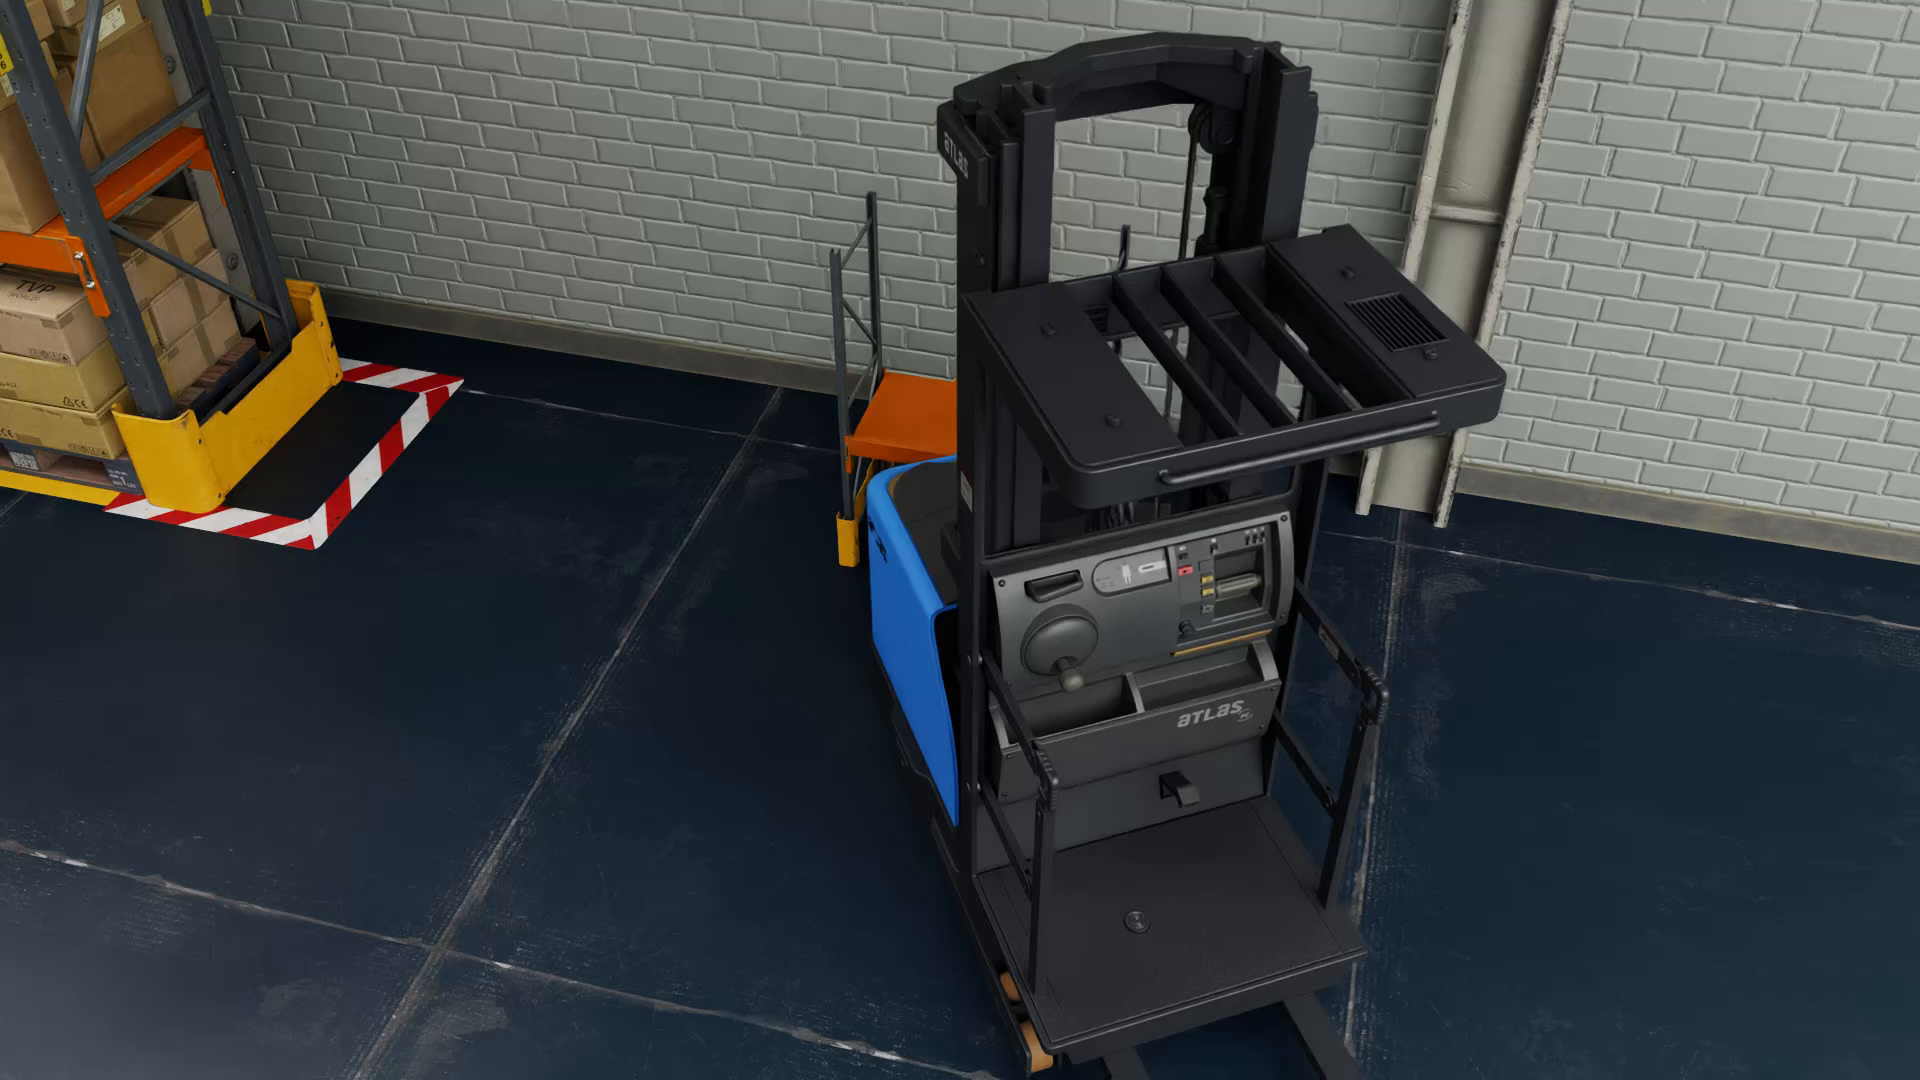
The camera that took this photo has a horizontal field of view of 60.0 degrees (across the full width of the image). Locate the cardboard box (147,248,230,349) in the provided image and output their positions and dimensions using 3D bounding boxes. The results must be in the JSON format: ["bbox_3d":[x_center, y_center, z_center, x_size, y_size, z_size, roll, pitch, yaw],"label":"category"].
[{"bbox_3d":[-3.771,-1.158,7.719,0.500,0.250,0.500,10,41,12],"label":"cardboard box"}]

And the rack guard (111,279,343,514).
[{"bbox_3d":[-3.348,-0.690,7.683,0.348,0.500,1.175,10,41,11],"label":"rack guard"}]

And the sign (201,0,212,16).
[{"bbox_3d":[-3.222,-2.357,6.989,0.005,0.325,0.100,10,41,11],"label":"sign"}]

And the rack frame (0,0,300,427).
[{"bbox_3d":[-3.371,-1.651,6.884,0.127,3.000,1.000,10,41,11],"label":"rack frame"}]

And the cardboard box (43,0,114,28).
[{"bbox_3d":[-3.640,-2.240,6.772,0.250,0.149,0.380,9,41,11],"label":"cardboard box"}]

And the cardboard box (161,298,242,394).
[{"bbox_3d":[-3.795,-0.962,7.875,0.500,0.250,0.500,10,41,12],"label":"cardboard box"}]

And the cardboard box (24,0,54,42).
[{"bbox_3d":[-3.771,-1.980,6.462,0.250,0.149,0.380,10,41,12],"label":"cardboard box"}]

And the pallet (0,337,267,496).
[{"bbox_3d":[-4.121,-0.685,7.901,1.213,0.211,1.003,10,41,11],"label":"pallet"}]

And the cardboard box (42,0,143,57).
[{"bbox_3d":[-3.632,-2.155,6.902,0.250,0.149,0.380,9,41,10],"label":"cardboard box"}]

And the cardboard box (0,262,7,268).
[{"bbox_3d":[-4.391,-1.106,7.268,0.500,0.250,0.500,10,41,12],"label":"cardboard box"}]

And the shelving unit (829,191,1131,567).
[{"bbox_3d":[0.074,-0.562,6.753,1.083,1.500,0.587,10,41,11],"label":"shelving unit"}]

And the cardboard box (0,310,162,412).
[{"bbox_3d":[-3.922,-0.837,7.337,0.500,0.250,0.500,9,41,11],"label":"cardboard box"}]

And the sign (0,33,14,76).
[{"bbox_3d":[-3.525,-1.850,6.036,0.005,0.325,0.100,10,41,11],"label":"sign"}]

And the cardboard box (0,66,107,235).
[{"bbox_3d":[-3.914,-1.608,6.755,0.500,0.500,0.500,9,41,10],"label":"cardboard box"}]

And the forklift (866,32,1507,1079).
[{"bbox_3d":[0.613,0.253,4.670,1.130,2.935,3.031,-12,42,-14],"label":"forklift"}]

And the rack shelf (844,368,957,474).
[{"bbox_3d":[0.082,-0.422,6.866,1.000,0.185,0.538,10,41,11],"label":"rack shelf"}]

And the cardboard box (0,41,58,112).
[{"bbox_3d":[-3.778,-1.821,6.504,0.250,0.149,0.380,10,41,12],"label":"cardboard box"}]

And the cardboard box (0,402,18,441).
[{"bbox_3d":[-4.384,-0.729,7.598,0.500,0.250,0.500,10,41,11],"label":"cardboard box"}]

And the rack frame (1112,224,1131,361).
[{"bbox_3d":[0.573,-0.476,6.650,0.032,1.500,0.500,10,41,11],"label":"rack frame"}]

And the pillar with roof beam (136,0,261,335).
[{"bbox_3d":[-4.923,-1.950,2.574,0.400,9.000,9.100,10,41,11],"label":"pillar with roof beam"}]

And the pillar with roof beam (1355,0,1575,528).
[{"bbox_3d":[0.873,-0.952,1.387,0.400,9.000,9.100,10,41,11],"label":"pillar with roof beam"}]

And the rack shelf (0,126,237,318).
[{"bbox_3d":[-5.303,-1.708,7.511,4.000,0.370,1.077,10,41,11],"label":"rack shelf"}]

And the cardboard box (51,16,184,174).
[{"bbox_3d":[-3.778,-1.944,7.155,0.500,0.500,0.500,11,41,13],"label":"cardboard box"}]

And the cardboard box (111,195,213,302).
[{"bbox_3d":[-3.786,-1.339,7.546,0.500,0.250,0.500,9,41,11],"label":"cardboard box"}]

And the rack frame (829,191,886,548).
[{"bbox_3d":[-0.409,-0.645,6.851,0.032,1.500,0.500,10,41,11],"label":"rack frame"}]

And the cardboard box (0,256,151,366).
[{"bbox_3d":[-3.896,-1.025,7.172,0.500,0.250,0.500,11,41,13],"label":"cardboard box"}]

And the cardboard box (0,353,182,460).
[{"bbox_3d":[-3.907,-0.641,7.492,0.500,0.250,0.500,10,41,12],"label":"cardboard box"}]

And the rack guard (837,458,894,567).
[{"bbox_3d":[-0.407,-0.166,7.253,0.087,0.250,0.587,10,41,11],"label":"rack guard"}]
